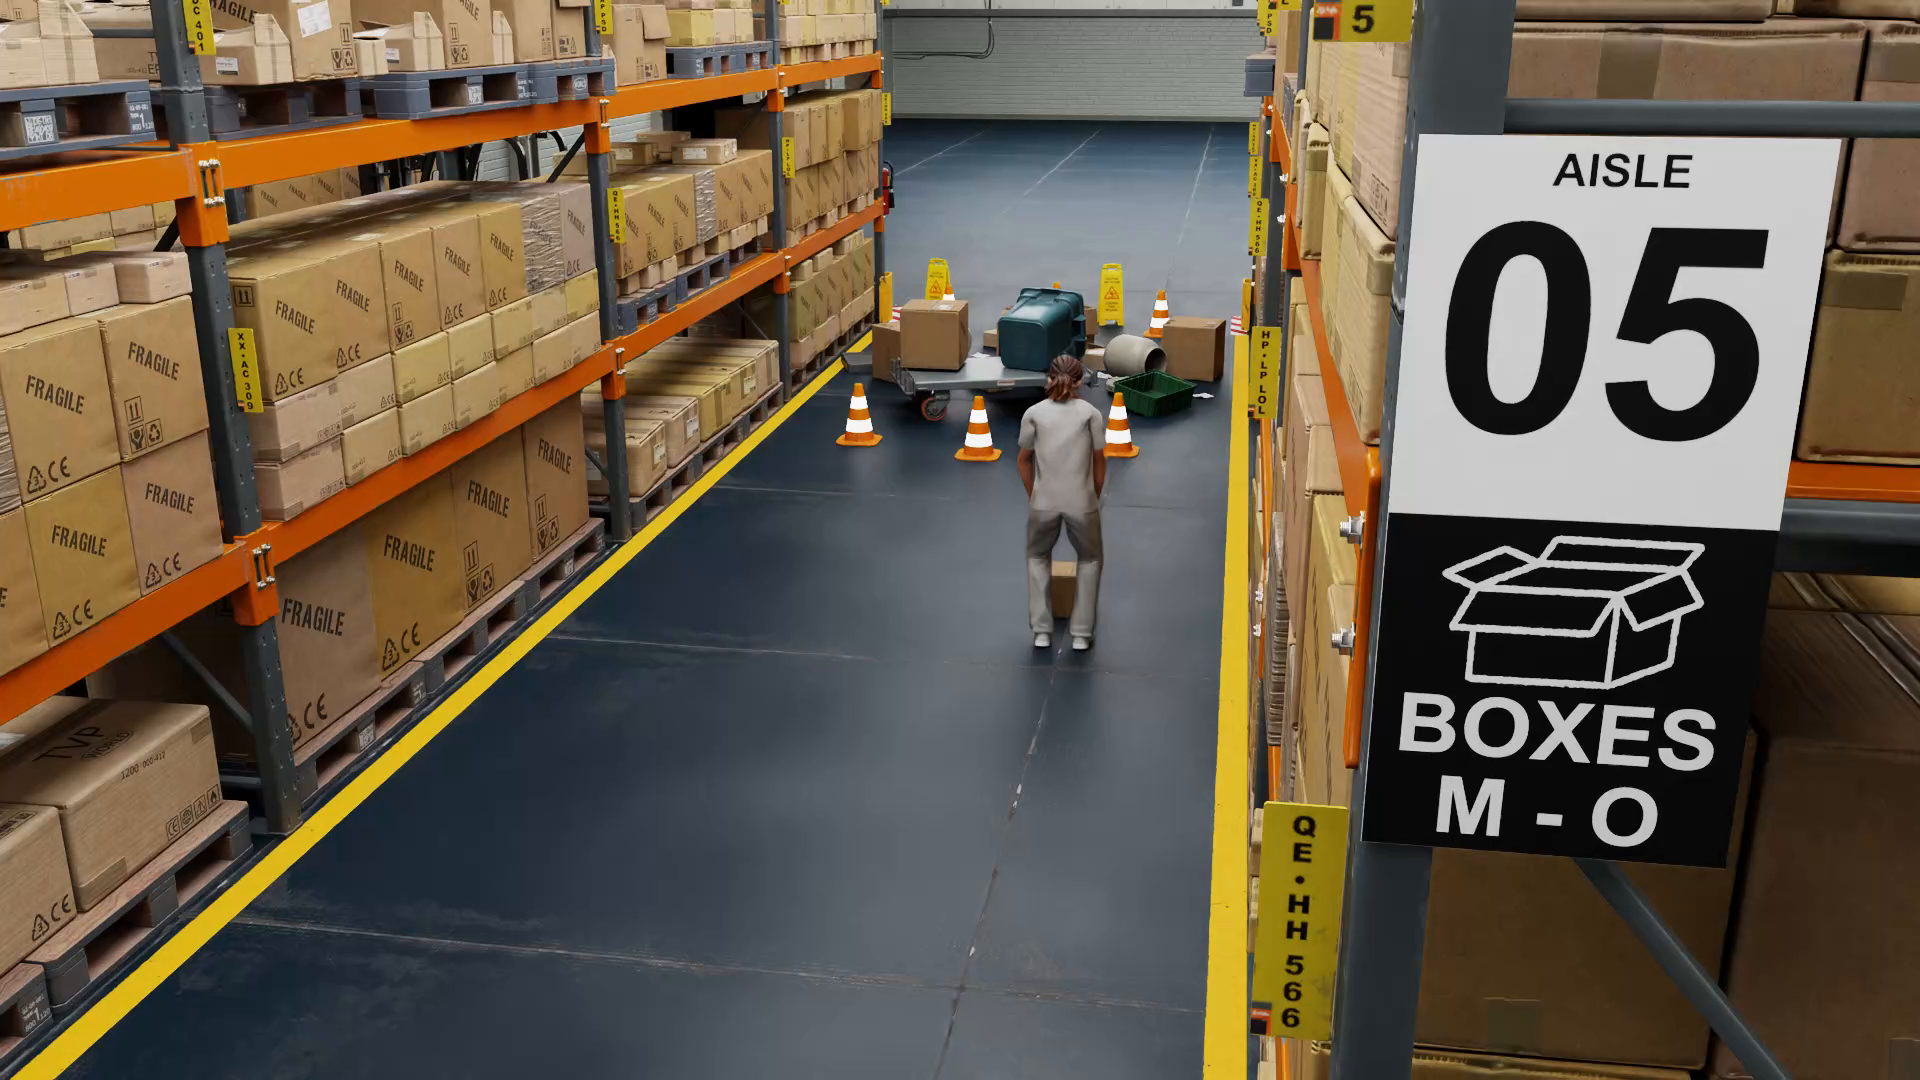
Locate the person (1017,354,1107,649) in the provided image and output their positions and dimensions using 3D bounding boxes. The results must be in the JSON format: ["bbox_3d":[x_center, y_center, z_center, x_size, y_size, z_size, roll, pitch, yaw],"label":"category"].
[{"bbox_3d":[0.536,-0.195,8.867,0.478,1.556,0.489,3,18,10],"label":"person"}]
